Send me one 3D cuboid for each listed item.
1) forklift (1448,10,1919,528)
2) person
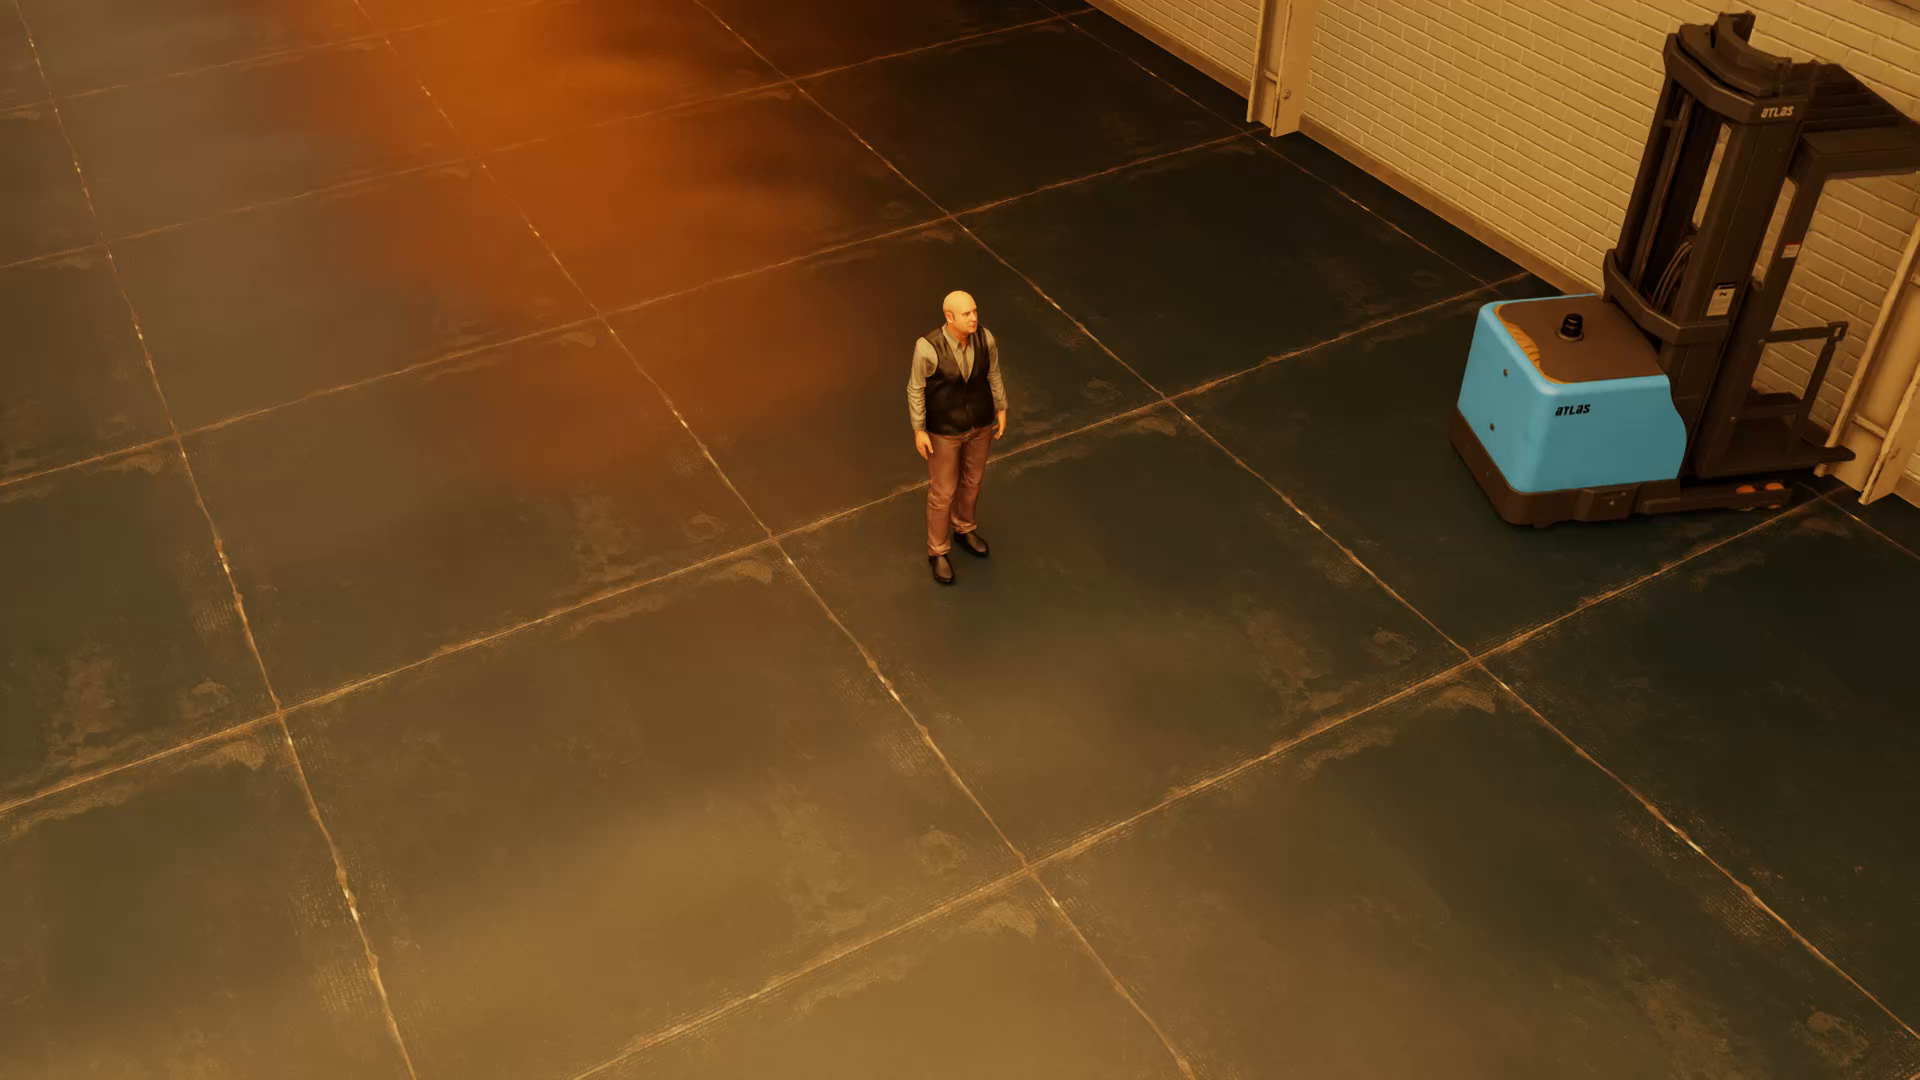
[{"bbox_3d":[4.809,-1.638,10.011,3.031,2.935,1.130,-6,40,-7],"label":"forklift"},{"bbox_3d":[0.025,-0.631,9.733,0.634,1.722,0.566,-20,44,-23],"label":"person"}]
